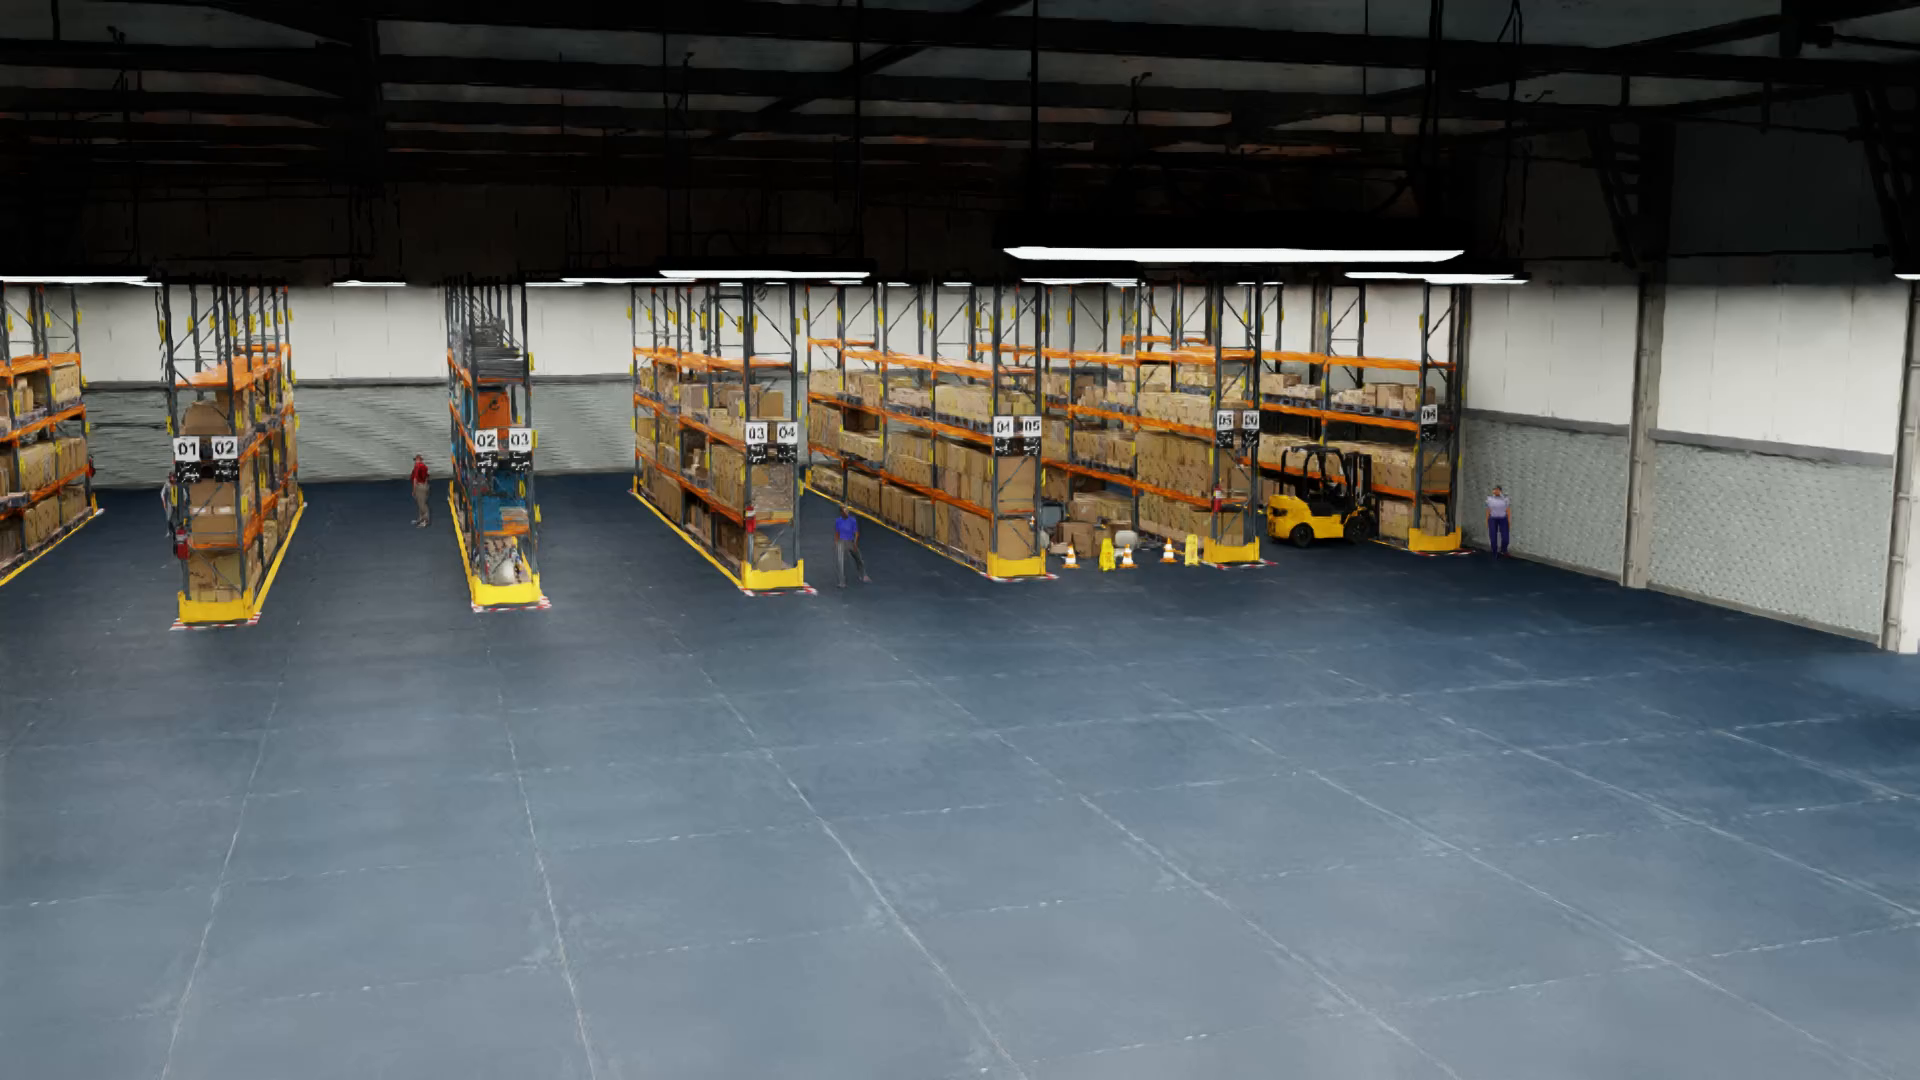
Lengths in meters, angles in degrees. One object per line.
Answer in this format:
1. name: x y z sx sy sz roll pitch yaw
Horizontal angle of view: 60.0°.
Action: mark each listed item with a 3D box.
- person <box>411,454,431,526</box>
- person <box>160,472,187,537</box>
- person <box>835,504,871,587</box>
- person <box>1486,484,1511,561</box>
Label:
1. person: -13.110 -1.218 40.325 0.593 1.719 0.651 1 9 6
2. person: -18.118 -0.807 38.359 0.566 1.541 0.519 -3 9 -21
3. person: -2.070 0.077 32.233 0.692 1.597 0.752 -1 9 -4
4. person: 11.439 -0.390 35.277 0.556 1.639 0.538 3 9 19
